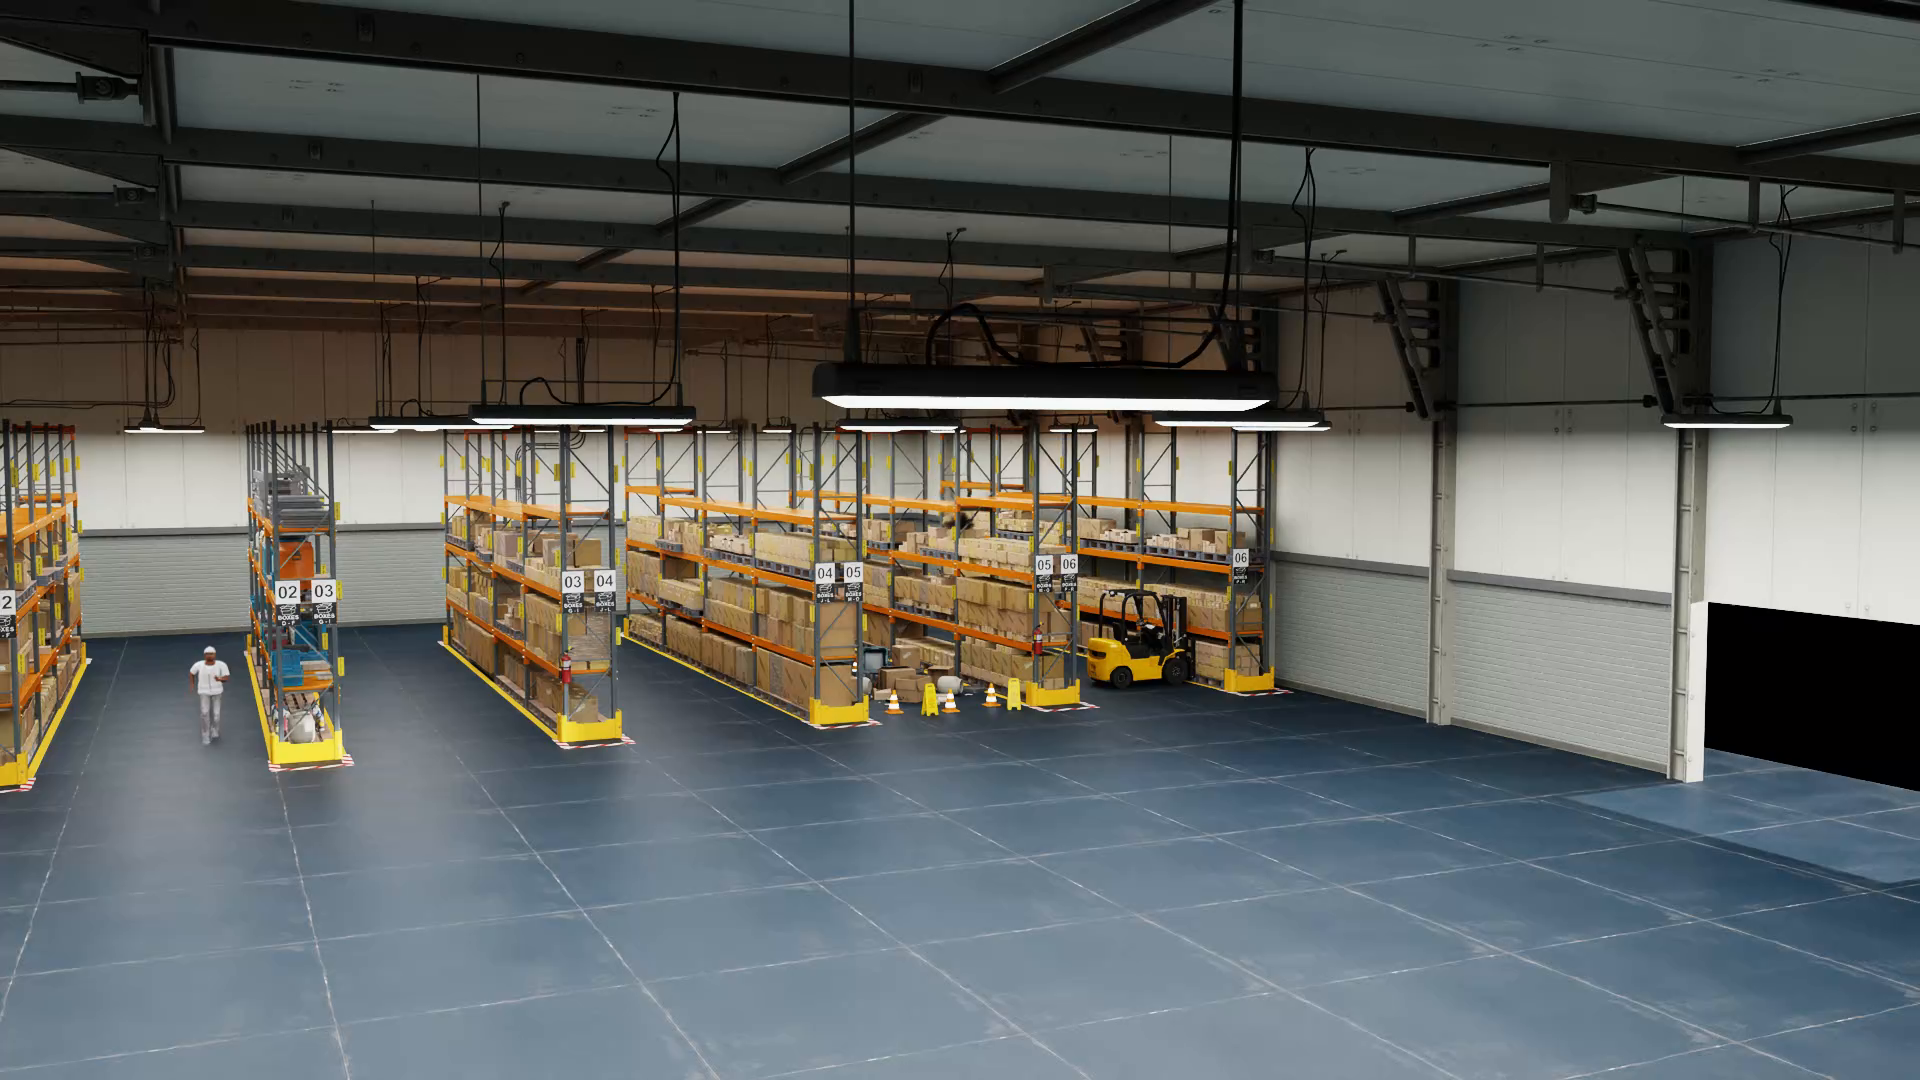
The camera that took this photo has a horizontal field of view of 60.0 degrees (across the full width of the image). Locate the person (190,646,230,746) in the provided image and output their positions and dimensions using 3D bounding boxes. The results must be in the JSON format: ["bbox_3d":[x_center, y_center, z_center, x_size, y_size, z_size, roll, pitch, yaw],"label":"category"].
[{"bbox_3d":[-14.008,2.895,31.072,0.674,1.828,0.782,-2,4,-27],"label":"person"}]
